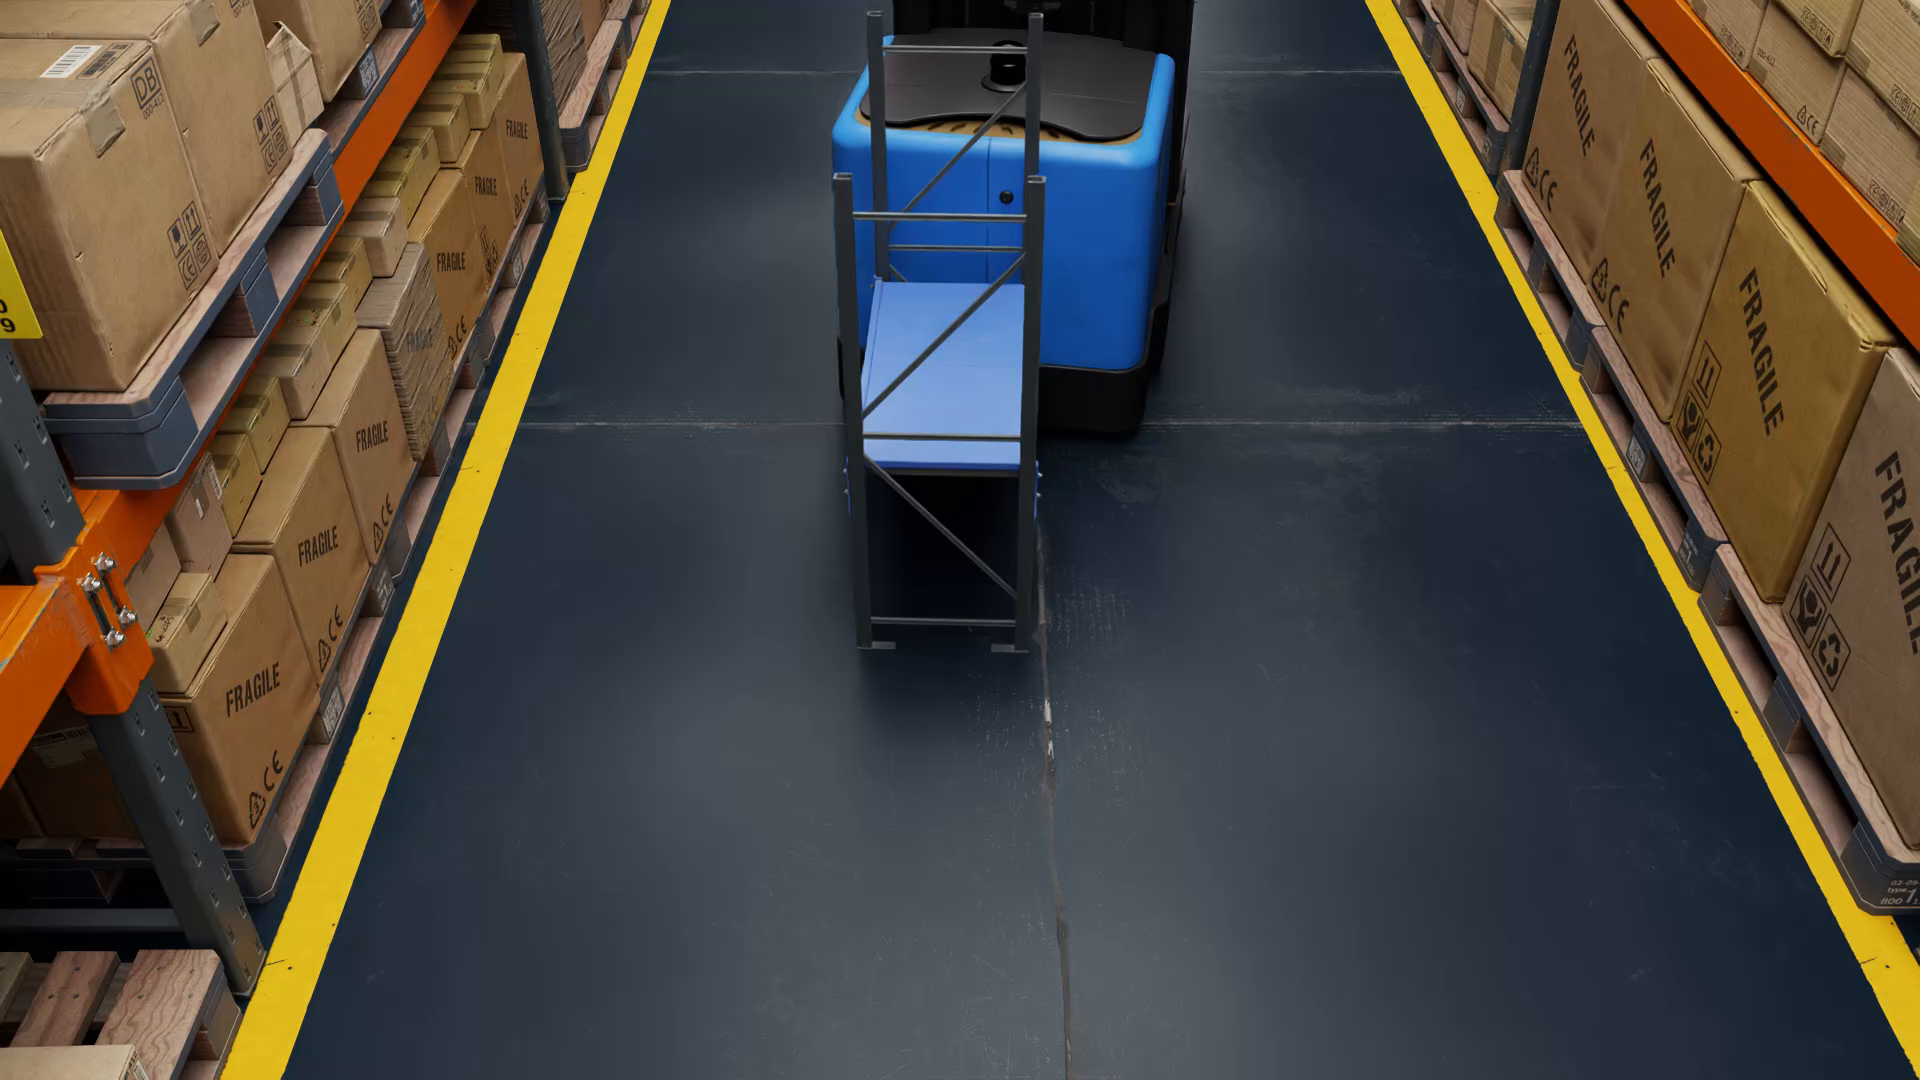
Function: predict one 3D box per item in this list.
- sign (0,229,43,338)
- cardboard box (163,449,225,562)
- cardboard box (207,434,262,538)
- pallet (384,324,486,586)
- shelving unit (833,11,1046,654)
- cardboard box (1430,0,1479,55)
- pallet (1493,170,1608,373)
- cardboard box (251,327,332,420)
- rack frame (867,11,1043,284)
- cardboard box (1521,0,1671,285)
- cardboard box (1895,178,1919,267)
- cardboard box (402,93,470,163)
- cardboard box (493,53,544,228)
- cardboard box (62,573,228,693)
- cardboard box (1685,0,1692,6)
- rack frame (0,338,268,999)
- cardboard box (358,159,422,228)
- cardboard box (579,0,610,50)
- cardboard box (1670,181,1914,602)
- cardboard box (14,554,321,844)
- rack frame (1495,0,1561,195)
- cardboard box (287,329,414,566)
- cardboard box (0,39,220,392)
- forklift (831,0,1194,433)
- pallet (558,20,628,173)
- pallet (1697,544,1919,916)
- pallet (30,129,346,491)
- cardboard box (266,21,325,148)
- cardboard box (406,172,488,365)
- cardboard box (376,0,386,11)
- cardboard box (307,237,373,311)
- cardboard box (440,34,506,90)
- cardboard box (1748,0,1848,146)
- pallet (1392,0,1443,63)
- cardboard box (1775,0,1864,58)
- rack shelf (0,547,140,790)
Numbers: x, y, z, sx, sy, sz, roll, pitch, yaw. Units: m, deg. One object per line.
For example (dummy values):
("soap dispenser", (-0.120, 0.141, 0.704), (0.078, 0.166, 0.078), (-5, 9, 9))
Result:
("sign", (-1.623, -0.474, 2.751), (0.100, 0.325, 0.005), (0, 39, 0))
("cardboard box", (-1.948, -0.076, 3.853), (0.380, 0.149, 0.250), (-2, 39, -2))
("cardboard box", (-1.989, -0.131, 4.159), (0.380, 0.149, 0.250), (-2, 39, -2))
("pallet", (-2.208, -0.317, 5.476), (1.003, 0.211, 1.213), (0, 39, 0))
("shelving unit", (-0.031, -0.586, 4.782), (0.538, 1.500, 1.048), (1, 39, 1))
("cardboard box", (2.794, -2.592, 7.851), (0.950, 0.372, 0.625), (-1, 39, -1))
("pallet", (2.719, -1.057, 6.401), (1.003, 0.211, 1.213), (0, 39, 0))
("cardboard box", (-1.966, -0.459, 4.568), (0.380, 0.149, 0.250), (0, 39, 0))
("rack frame", (-0.014, -0.904, 5.179), (0.500, 1.500, 0.032), (1, 39, 1))
("cardboard box", (2.711, -1.541, 6.138), (0.875, 0.875, 0.875), (0, 39, 0))
("cardboard box", (2.546, -0.678, 3.817), (0.500, 0.250, 0.500), (-1, 39, -1))
("cardboard box", (-1.929, -1.430, 5.780), (0.380, 0.149, 0.250), (-1, 39, -2))
("cardboard box", (-1.955, -1.557, 6.457), (0.500, 0.500, 0.500), (1, 39, 1))
("cardboard box", (-1.900, 0.203, 3.743), (0.380, 0.149, 0.250), (2, 39, 2))
("cardboard box", (2.561, -1.953, 5.408), (0.500, 0.250, 0.500), (-1, 39, -1))
("rack frame", (-2.165, -0.131, 3.015), (1.000, 3.000, 0.127), (0, 39, 0))
("cardboard box", (-1.973, -1.109, 5.380), (0.380, 0.149, 0.250), (-1, 39, -1))
("cardboard box", (-2.166, -2.669, 7.744), (0.875, 0.625, 0.625), (1, 39, 1))
("cardboard box", (2.709, -0.425, 4.744), (0.875, 0.875, 0.875), (1, 39, 1))
("cardboard box", (-1.941, 0.378, 4.043), (0.500, 0.500, 0.500), (2, 39, 2))
("rack frame", (2.794, -2.639, 6.144), (1.000, 3.000, 0.127), (0, 39, 0))
("cardboard box", (-1.948, -0.267, 4.848), (0.500, 0.500, 0.500), (-1, 39, -1))
("cardboard box", (-1.942, -0.637, 3.230), (0.700, 0.500, 0.500), (1, 39, 1))
("forklift", (0.341, -2.426, 5.934), (1.130, 2.935, 3.031), (6, 39, 8))
("pallet", (-2.132, -2.059, 7.651), (1.003, 0.211, 1.213), (0, 39, 0))
("pallet", (2.722, 0.468, 4.497), (1.003, 0.211, 1.213), (0, 39, 0))
("pallet", (-2.057, -0.556, 3.699), (1.003, 0.211, 1.213), (0, 39, 0))
("cardboard box", (-1.783, -1.112, 4.010), (0.396, 0.266, 0.258), (2, 39, 2))
("cardboard box", (-1.961, -0.917, 5.658), (0.500, 0.500, 0.500), (2, 39, 2))
("cardboard box", (-1.983, -1.816, 4.699), (0.797, 0.503, 0.637), (-1, 39, -1))
("cardboard box", (-1.993, -0.783, 4.972), (0.380, 0.149, 0.250), (0, 39, 0))
("cardboard box", (-1.916, -1.766, 6.199), (0.380, 0.149, 0.250), (-2, 39, -2))
("cardboard box", (2.560, -1.316, 4.614), (0.500, 0.250, 0.500), (0, 39, 0))
("pallet", (2.796, -2.800, 8.575), (1.003, 0.211, 1.213), (0, 39, 0))
("cardboard box", (2.522, -1.506, 4.451), (0.500, 0.250, 0.500), (1, 39, 1))
("rack shelf", (-2.163, 1.400, 1.679), (1.077, 0.370, 4.000), (0, 39, 0))
